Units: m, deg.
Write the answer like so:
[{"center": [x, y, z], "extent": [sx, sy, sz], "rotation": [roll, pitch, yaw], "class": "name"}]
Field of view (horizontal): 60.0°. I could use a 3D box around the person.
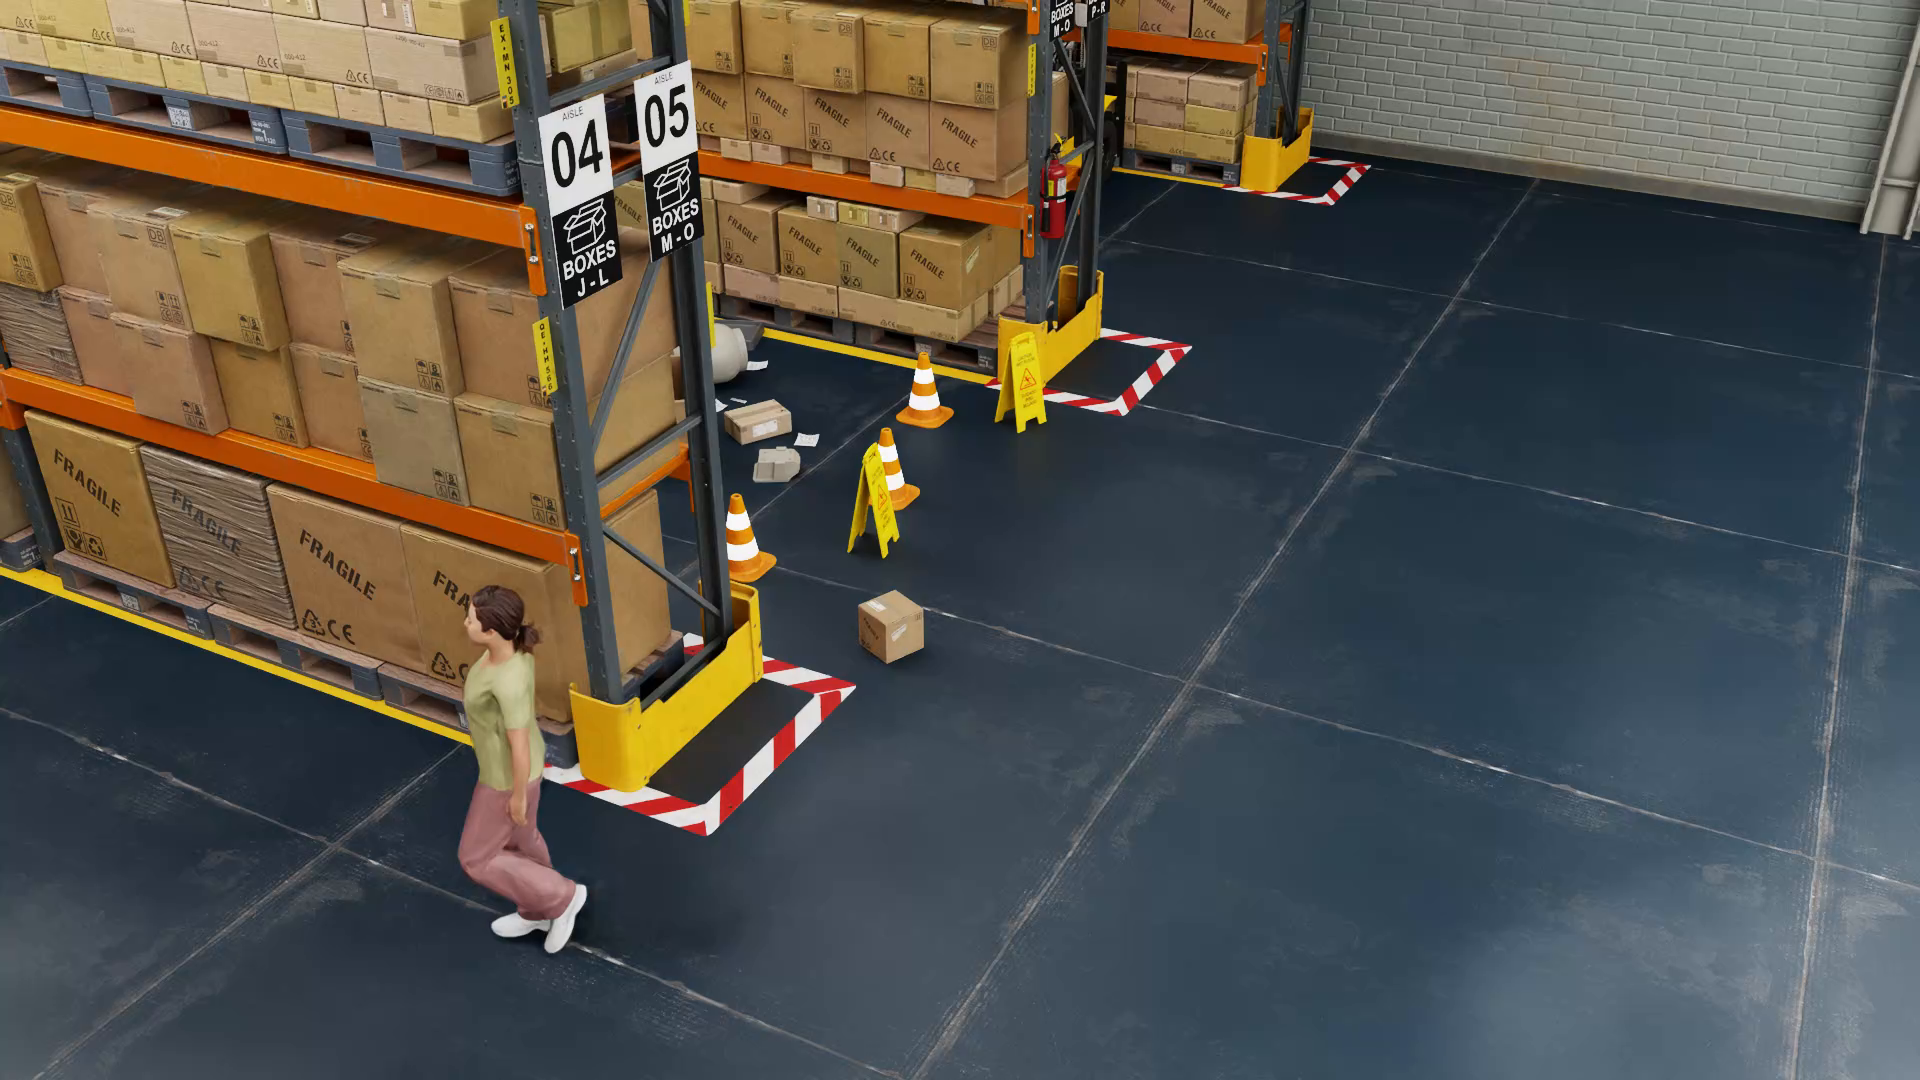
[{"center": [-1.802, 0.920, 6.659], "extent": [0.471, 1.658, 0.475], "rotation": [-6, 31, -10], "class": "person"}]
